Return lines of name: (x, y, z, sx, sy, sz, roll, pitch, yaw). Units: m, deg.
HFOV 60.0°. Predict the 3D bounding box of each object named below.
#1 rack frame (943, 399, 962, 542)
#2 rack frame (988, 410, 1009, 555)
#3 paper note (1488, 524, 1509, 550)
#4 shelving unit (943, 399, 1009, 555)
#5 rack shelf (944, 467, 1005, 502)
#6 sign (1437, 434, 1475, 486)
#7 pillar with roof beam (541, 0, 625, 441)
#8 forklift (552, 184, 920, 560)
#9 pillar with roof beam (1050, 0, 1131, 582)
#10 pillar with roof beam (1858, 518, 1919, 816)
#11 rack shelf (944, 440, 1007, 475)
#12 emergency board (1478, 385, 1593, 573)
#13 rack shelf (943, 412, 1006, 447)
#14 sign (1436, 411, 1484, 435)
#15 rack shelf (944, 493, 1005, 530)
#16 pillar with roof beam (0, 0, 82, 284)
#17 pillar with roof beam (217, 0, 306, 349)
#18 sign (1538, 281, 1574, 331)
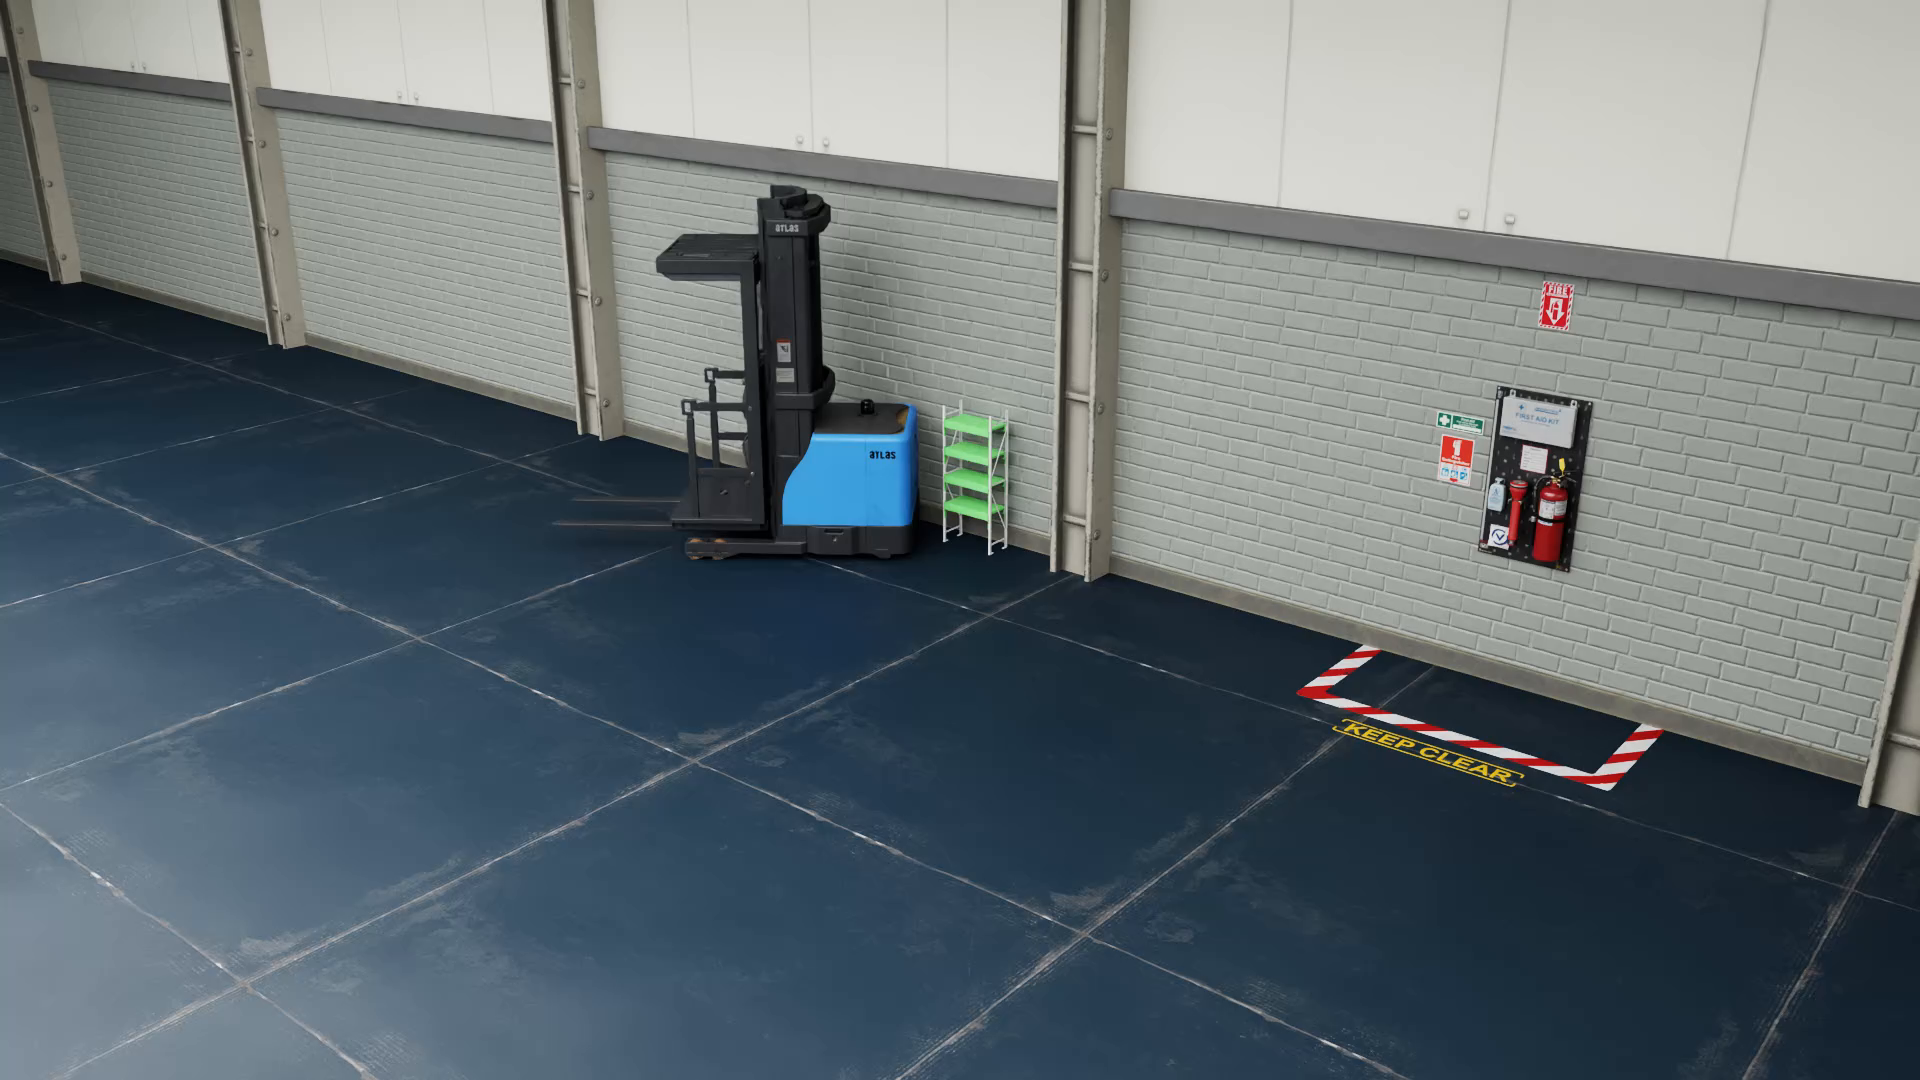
rack frame: (-0.061, -0.579, 14.003, 0.015, 1.200, 0.240, 16, 26, 36)
rack frame: (0.317, -0.470, 13.714, 0.015, 1.200, 0.240, 16, 26, 36)
paper note: (3.642, -0.021, 11.222, 0.142, 0.148, 0.016, 16, 26, 36)
shelving unit: (0.128, -0.524, 13.859, 0.503, 1.200, 0.258, 16, 26, 36)
rack shelf: (0.128, -0.465, 13.881, 0.480, 0.148, 0.258, 16, 26, 36)
sign: (3.372, -0.544, 11.308, 0.234, 0.329, 0.001, 16, 26, 36)
pillar with roof beam: (-6.393, -4.121, 12.343, 0.400, 9.000, 9.100, 16, 26, 36)
forklift: (-1.882, -1.393, 13.709, 3.031, 2.935, 1.130, 1, 21, 2)
pillar with roof beam: (-1.745, -2.782, 8.793, 0.400, 9.000, 9.100, 16, 26, 36)
pillar with roof beam: (2.903, -1.444, 5.243, 0.400, 9.000, 9.100, 16, 26, 36)
rack shelf: (0.128, -0.689, 13.796, 0.480, 0.148, 0.258, 16, 26, 36)
emergency board: (3.735, -0.375, 10.912, 0.643, 1.169, 0.194, 16, 26, 36)
rack shelf: (0.128, -0.914, 13.712, 0.480, 0.148, 0.258, 16, 26, 36)
sign: (3.370, -0.788, 11.205, 0.331, 0.109, 0.001, 16, 26, 36)
rack shelf: (0.128, -0.240, 13.966, 0.480, 0.148, 0.258, 16, 26, 36)
pillar with roof beam: (-15.690, -6.798, 19.442, 0.400, 9.000, 9.100, 16, 26, 36)
pillar with roof beam: (-11.042, -5.460, 15.893, 0.400, 9.000, 9.100, 16, 26, 36)
sign: (3.792, -1.489, 10.580, 0.199, 0.298, 0.001, 16, 26, 36)
